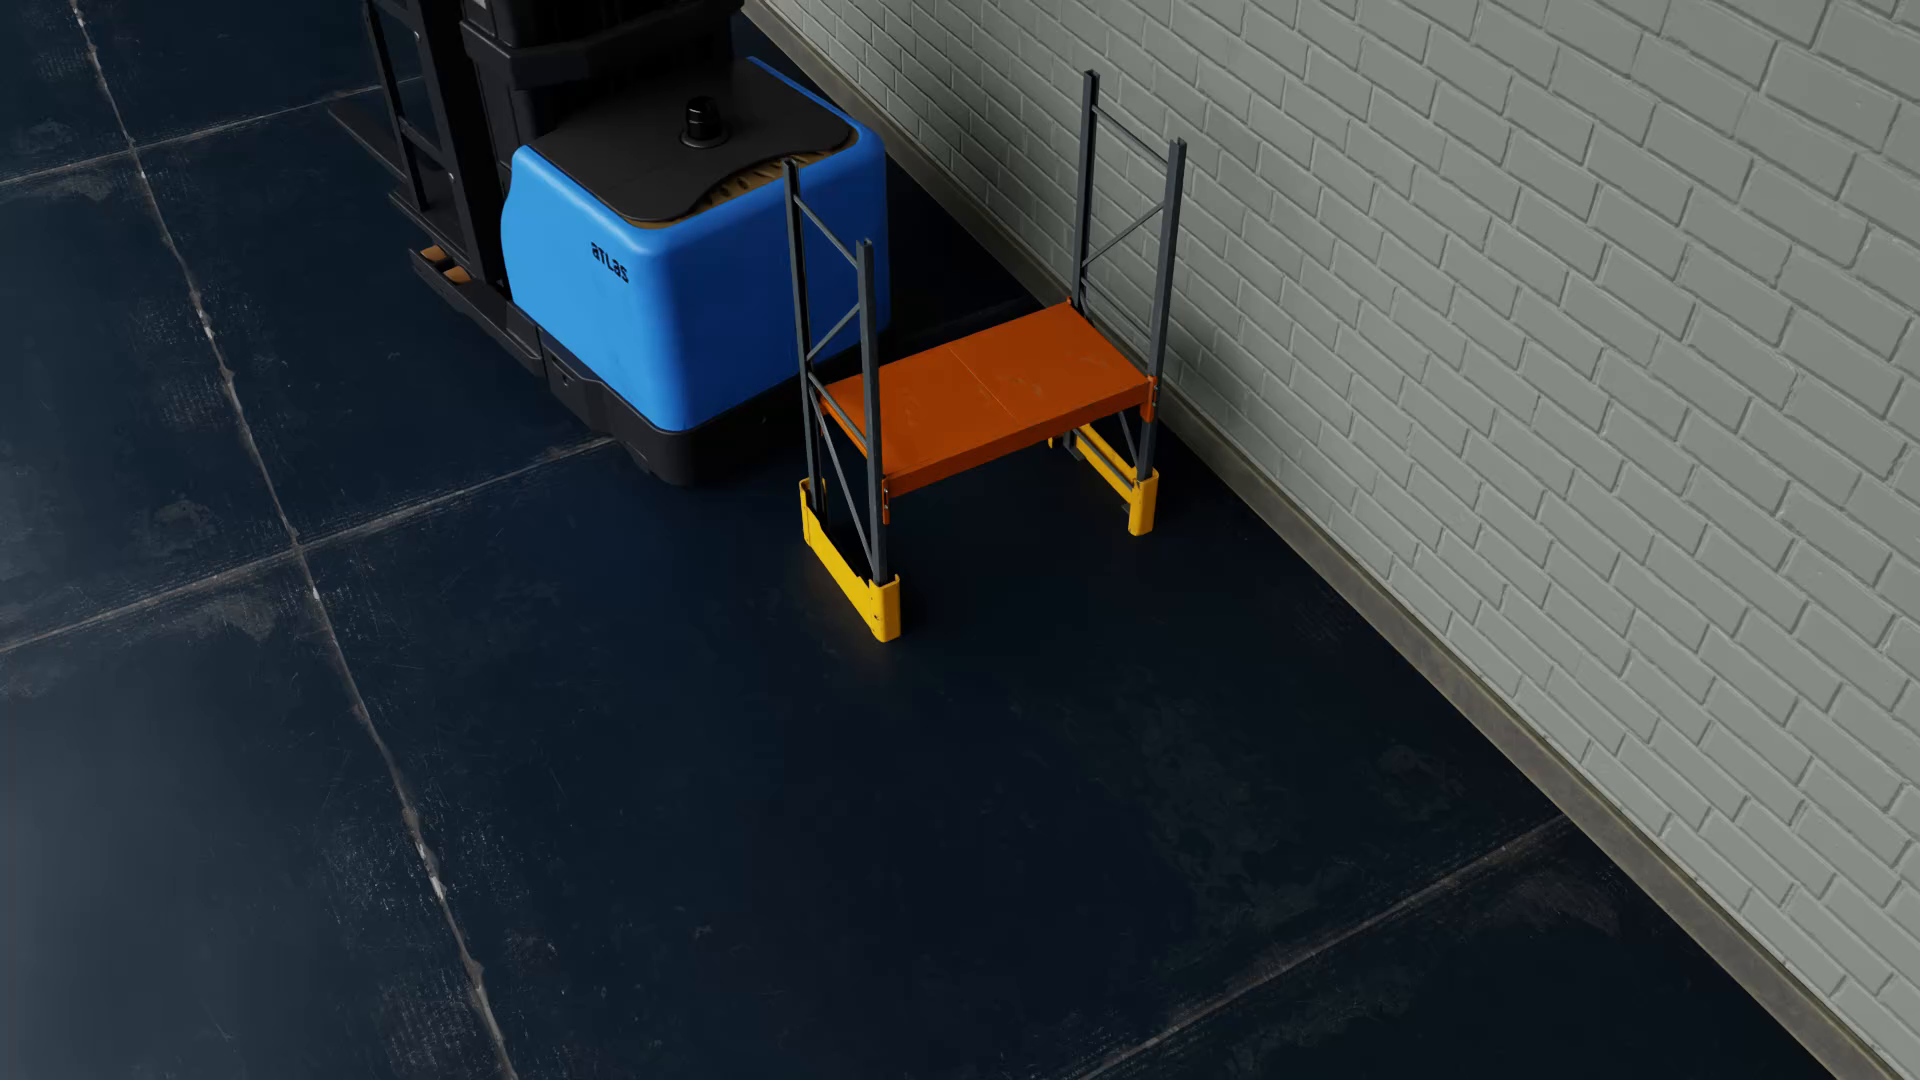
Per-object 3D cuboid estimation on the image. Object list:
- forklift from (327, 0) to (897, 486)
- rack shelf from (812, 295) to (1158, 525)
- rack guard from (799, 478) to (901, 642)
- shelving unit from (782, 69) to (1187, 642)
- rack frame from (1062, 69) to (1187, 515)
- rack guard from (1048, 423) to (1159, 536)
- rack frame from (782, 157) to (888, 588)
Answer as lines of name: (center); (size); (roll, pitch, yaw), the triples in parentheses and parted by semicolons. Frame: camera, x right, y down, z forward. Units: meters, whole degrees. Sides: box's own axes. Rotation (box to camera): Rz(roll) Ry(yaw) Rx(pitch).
forklift: (-1.584, -2.193, 5.905); (1.130, 2.935, 3.031); (-31, 52, -28)
rack shelf: (0.074, -0.439, 5.383); (1.000, 0.185, 0.538); (-22, 48, -21)
rack guard: (-0.366, 0.057, 5.512); (0.087, 0.250, 0.587); (-22, 48, -21)
shelving unit: (0.066, -0.565, 5.255); (1.083, 1.500, 0.587); (-22, 48, -21)
rack frame: (0.515, -0.744, 5.440); (0.032, 1.500, 0.500); (-22, 48, -21)
rack guard: (0.498, -0.289, 5.868); (0.087, 0.250, 0.587); (-22, 48, -21)
rack frame: (-0.367, -0.391, 5.076); (0.032, 1.500, 0.500); (-22, 48, -21)
